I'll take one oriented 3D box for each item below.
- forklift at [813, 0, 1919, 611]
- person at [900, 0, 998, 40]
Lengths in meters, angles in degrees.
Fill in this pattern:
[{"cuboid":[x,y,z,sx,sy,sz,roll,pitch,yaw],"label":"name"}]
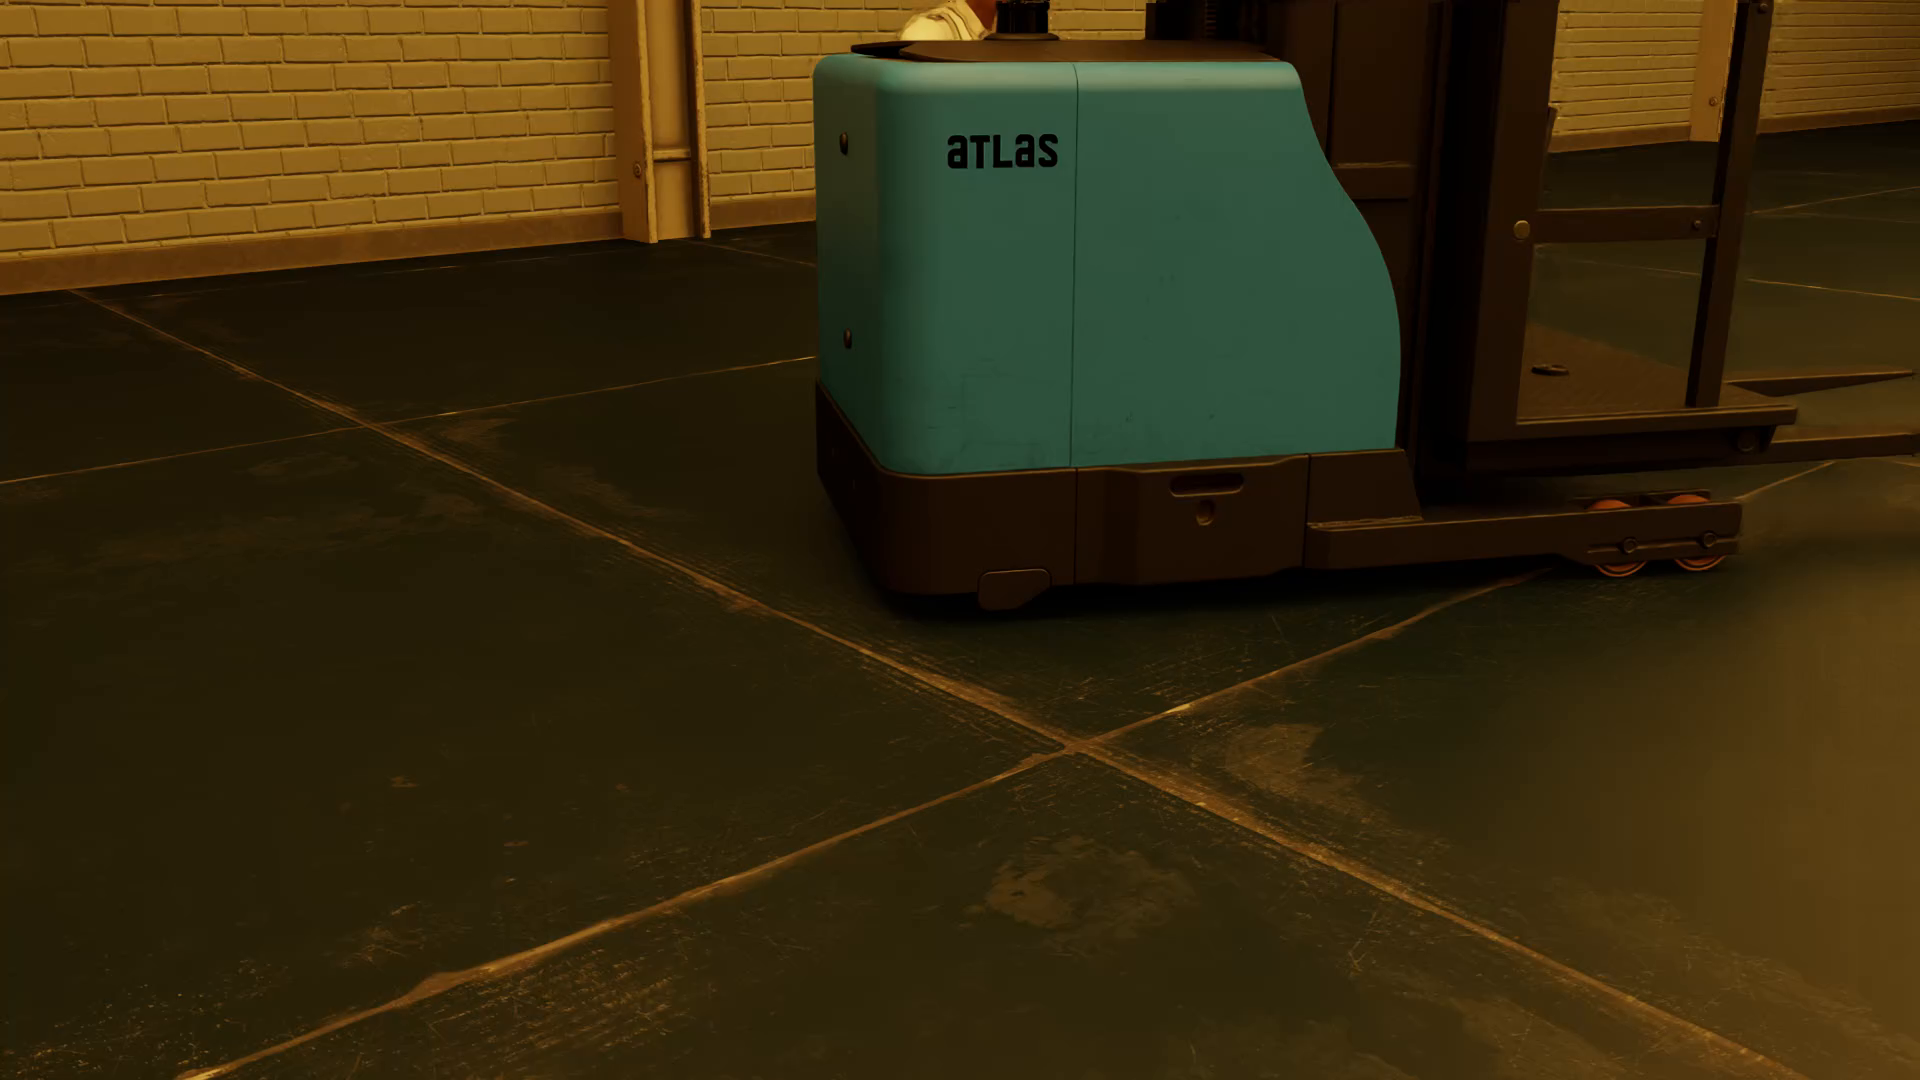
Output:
[{"cuboid":[1.219,-1.468,3.631,3.031,2.935,1.130,-4,18,-12],"label":"forklift"},{"cuboid":[0.208,-0.843,4.278,0.829,1.470,0.740,12,21,34],"label":"person"}]
